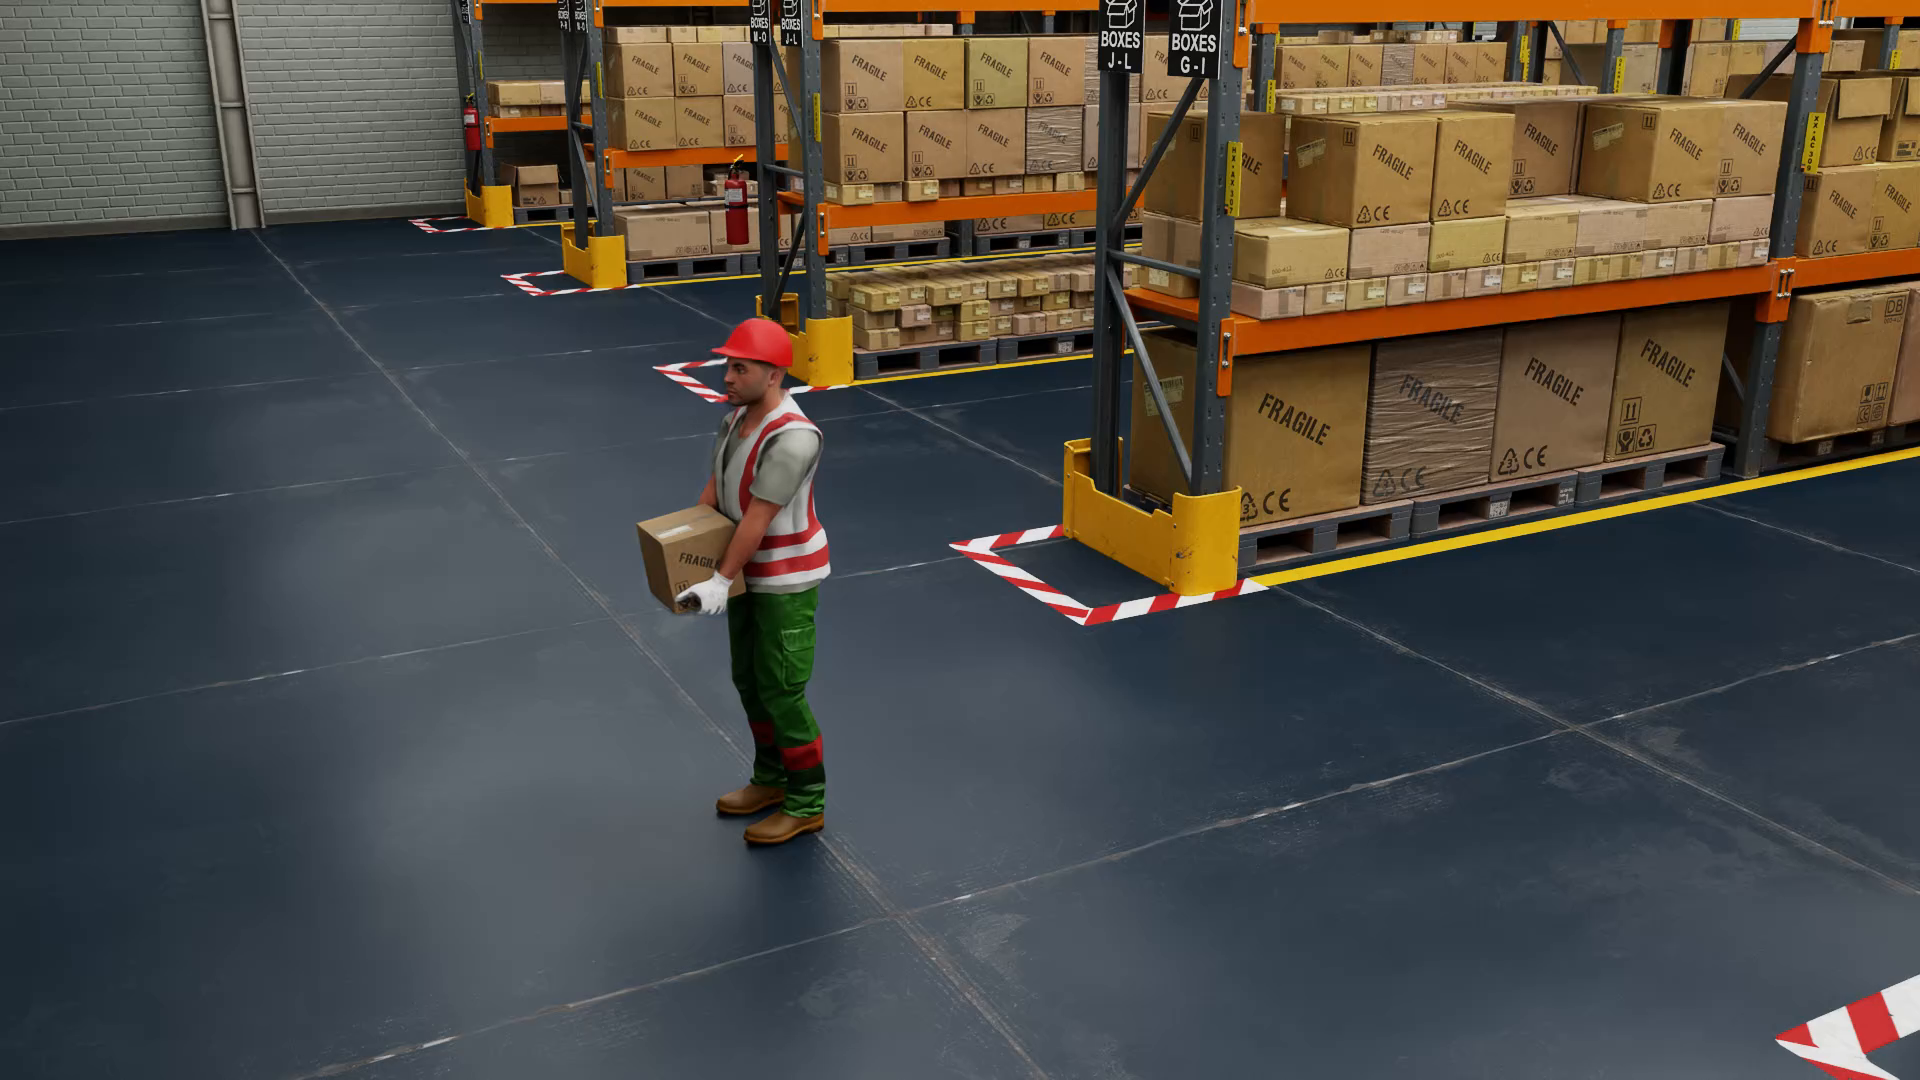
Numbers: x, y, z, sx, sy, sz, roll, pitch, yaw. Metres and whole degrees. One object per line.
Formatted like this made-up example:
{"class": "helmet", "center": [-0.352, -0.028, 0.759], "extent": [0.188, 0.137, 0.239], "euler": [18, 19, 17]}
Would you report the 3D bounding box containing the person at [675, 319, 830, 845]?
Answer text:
{"class": "person", "center": [-0.722, 0.153, 5.558], "extent": [0.566, 1.785, 0.495], "euler": [-10, 21, -27]}
